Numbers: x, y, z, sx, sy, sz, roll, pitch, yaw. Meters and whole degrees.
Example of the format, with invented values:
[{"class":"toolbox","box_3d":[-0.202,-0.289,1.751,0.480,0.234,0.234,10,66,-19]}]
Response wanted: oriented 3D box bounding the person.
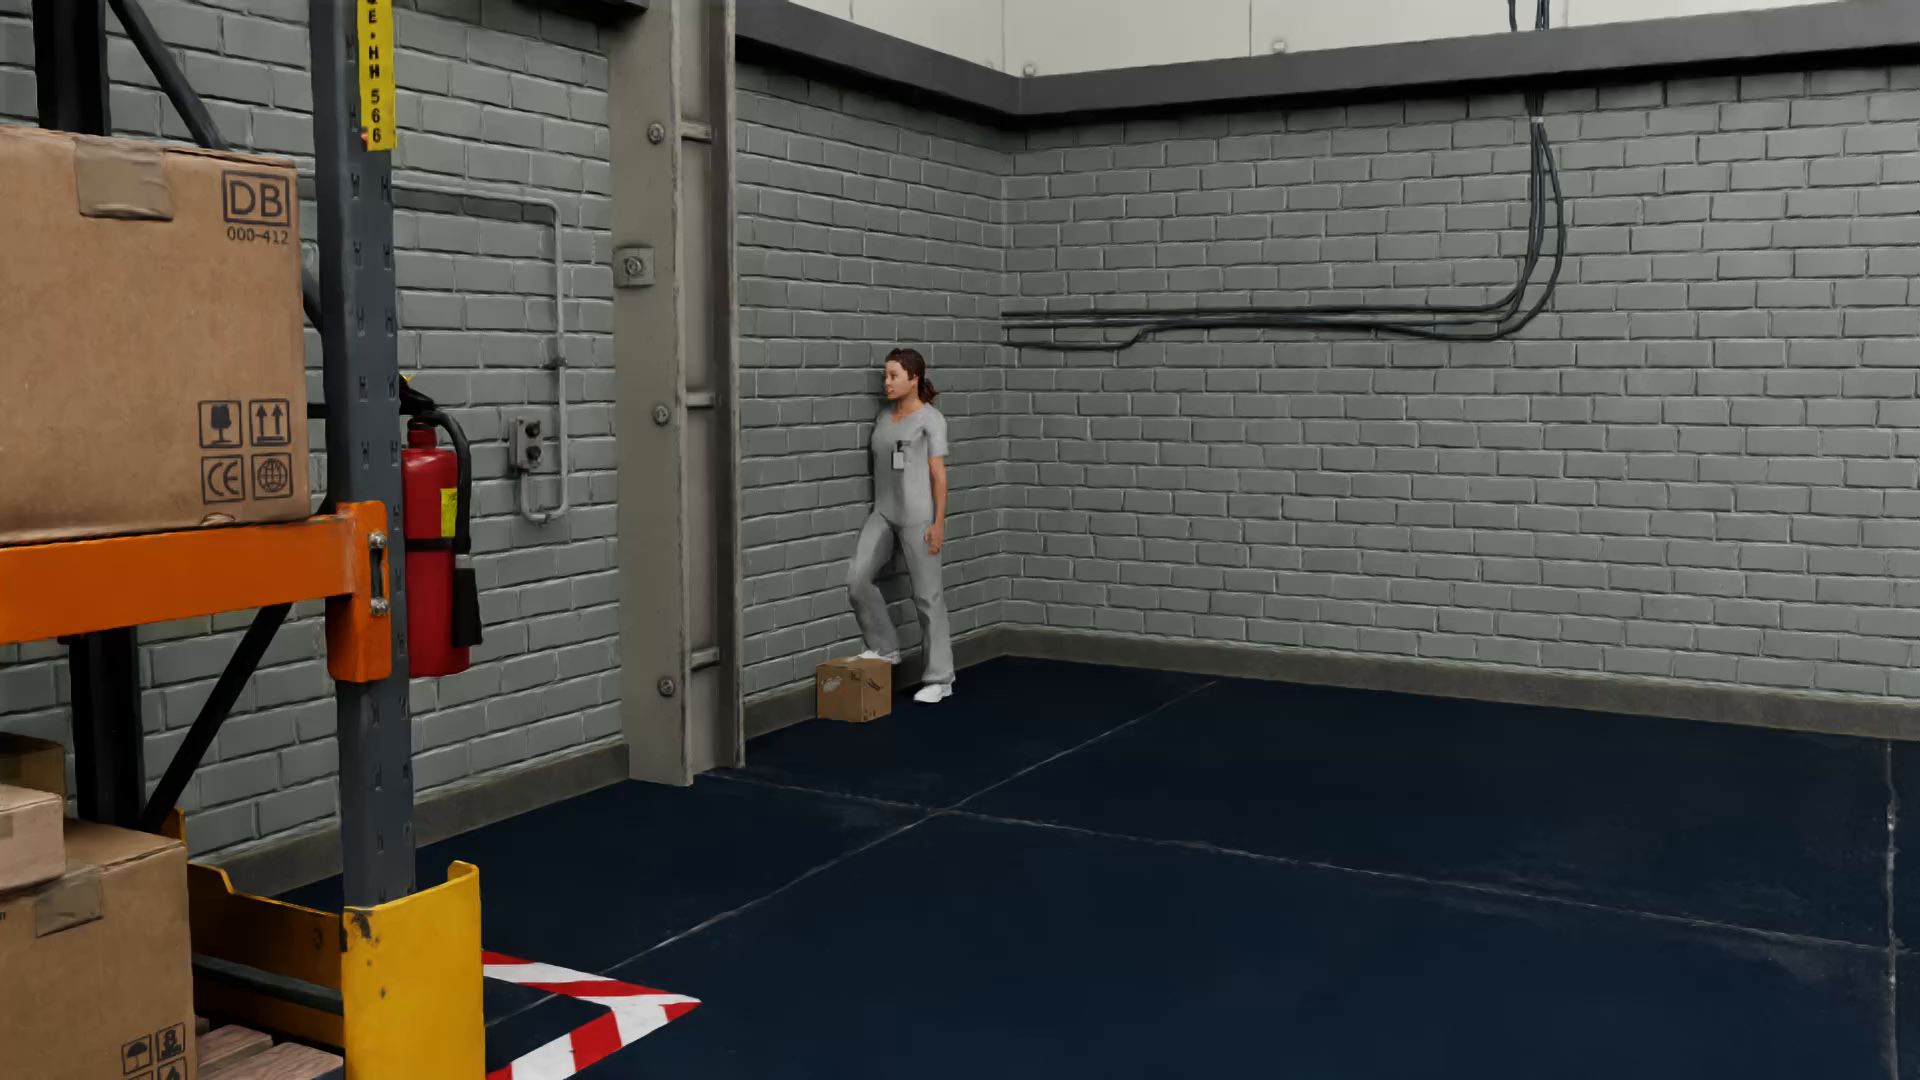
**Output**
[{"class":"person","box_3d":[-0.300,-0.071,7.923,0.462,1.679,0.480,5,8,39]}]
